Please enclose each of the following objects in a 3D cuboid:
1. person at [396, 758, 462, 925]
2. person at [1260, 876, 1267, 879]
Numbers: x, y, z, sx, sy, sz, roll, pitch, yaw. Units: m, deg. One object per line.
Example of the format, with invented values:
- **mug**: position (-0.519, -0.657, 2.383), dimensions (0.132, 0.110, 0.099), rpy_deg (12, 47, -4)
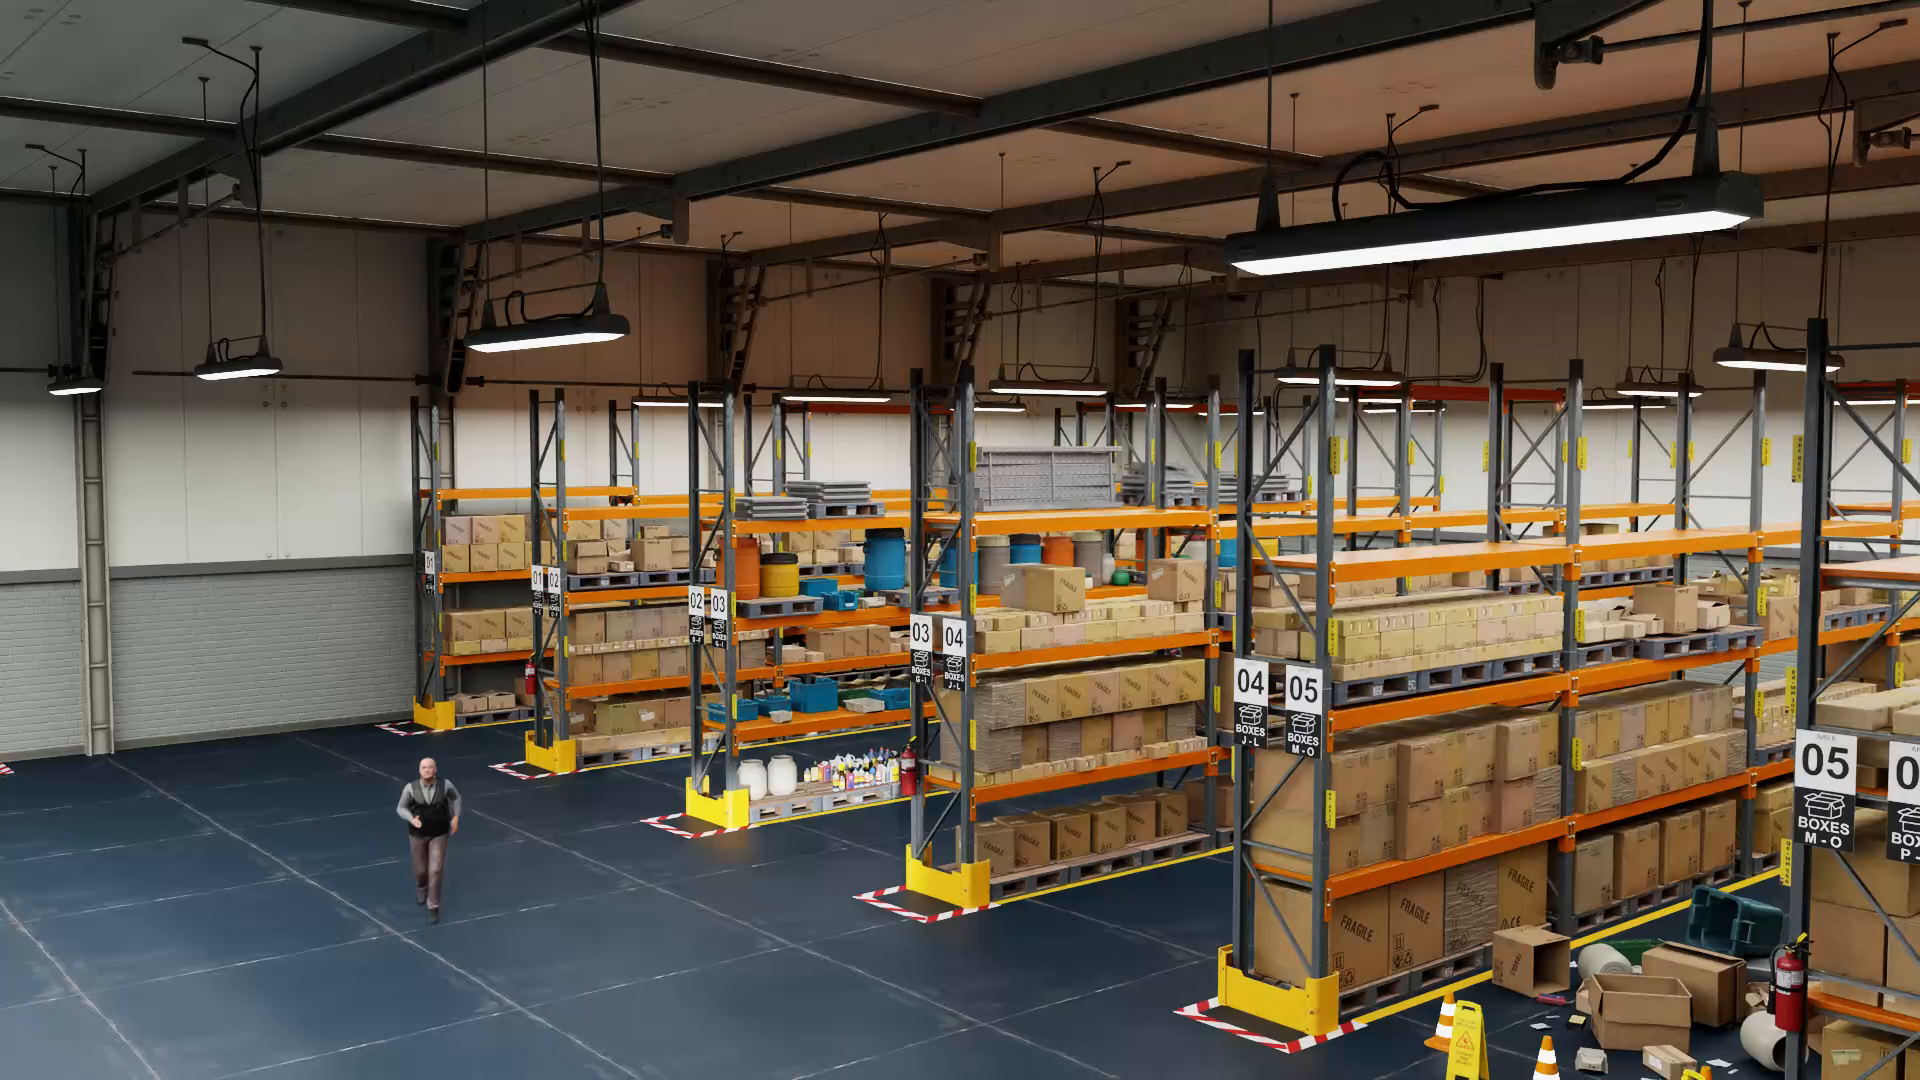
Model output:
- **person**: position (-5.785, 3.234, 18.146), dimensions (0.680, 1.739, 0.846), rpy_deg (-1, 3, -16)
- **person**: position (3.154, 3.273, 16.937), dimensions (0.793, 1.796, 0.643), rpy_deg (-3, 5, -43)
